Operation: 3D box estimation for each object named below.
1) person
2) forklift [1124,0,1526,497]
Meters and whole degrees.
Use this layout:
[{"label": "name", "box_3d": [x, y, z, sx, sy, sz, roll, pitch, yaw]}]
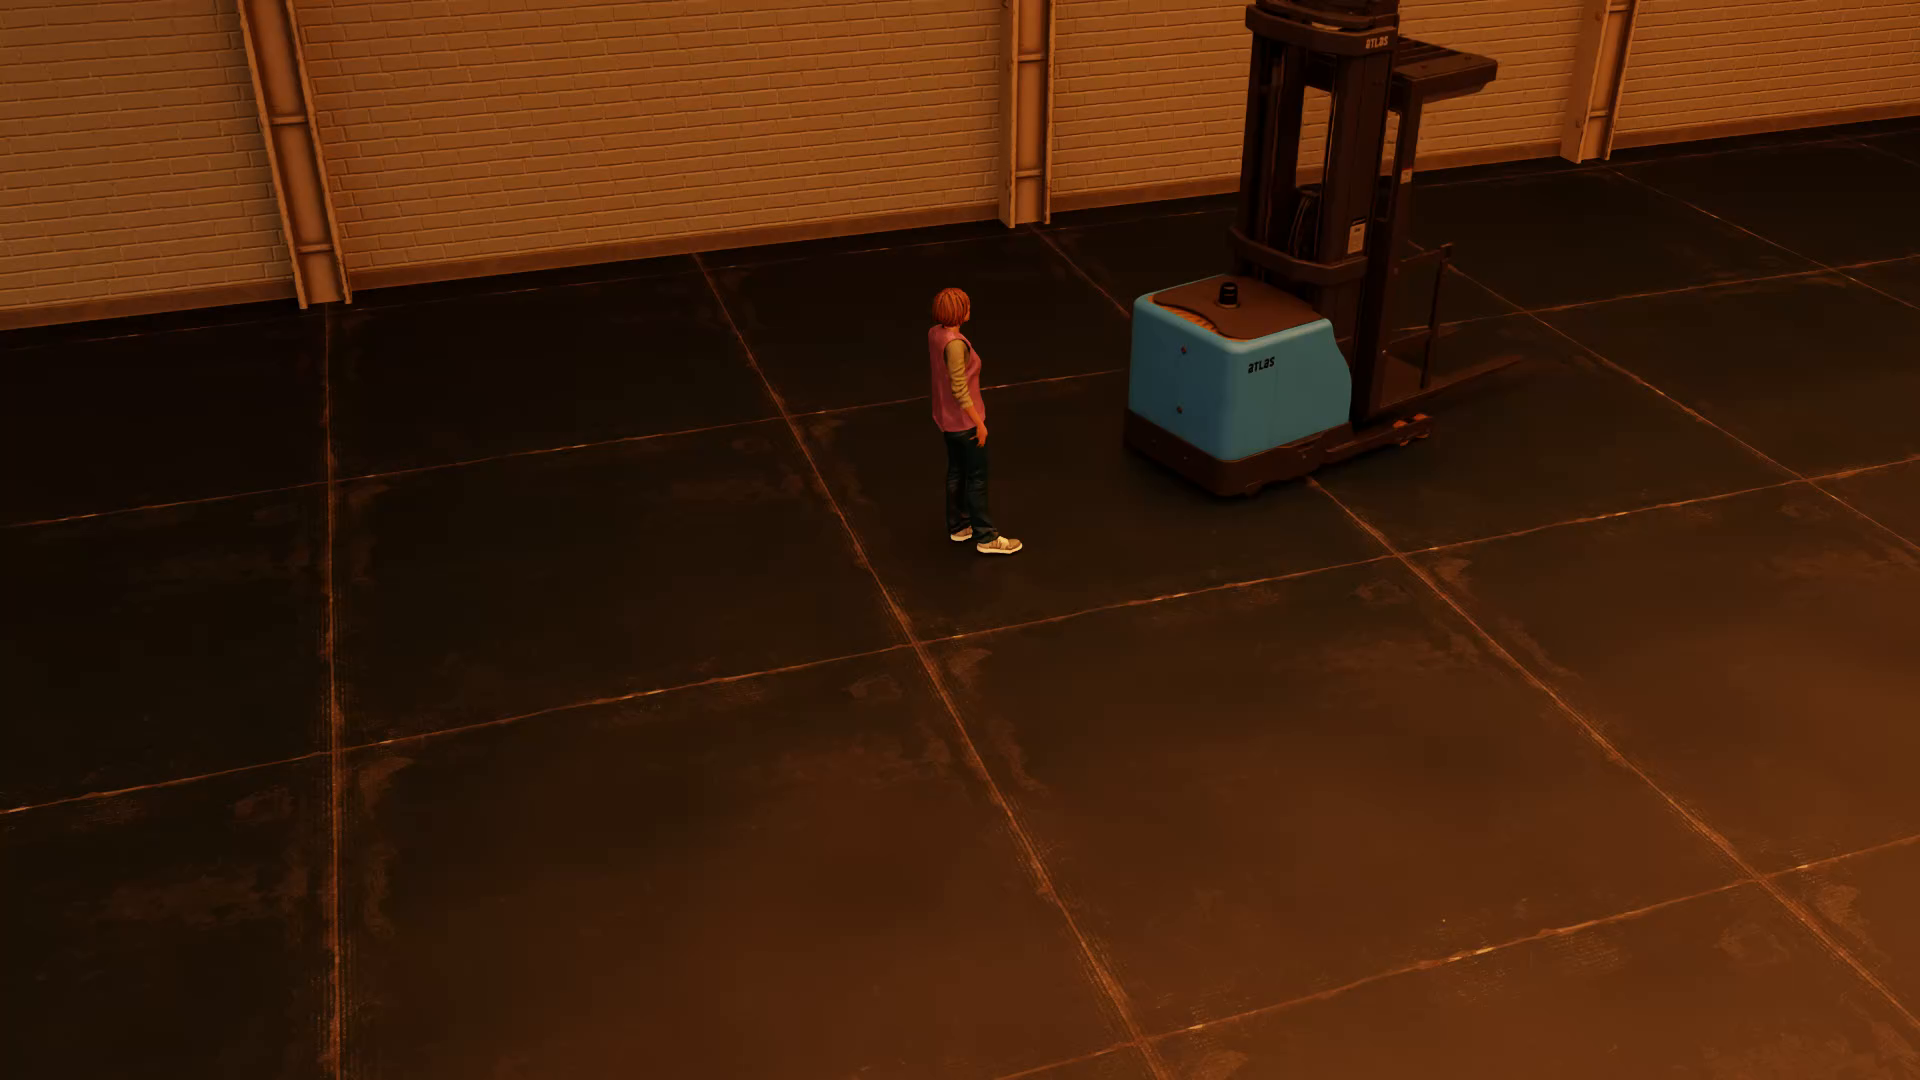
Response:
[{"label": "person", "box_3d": [0.075, -0.704, 9.634, 0.473, 1.599, 0.521, -10, 31, -16]}, {"label": "forklift", "box_3d": [2.593, -2.099, 10.735, 3.031, 2.935, 1.130, -19, 35, -29]}]
